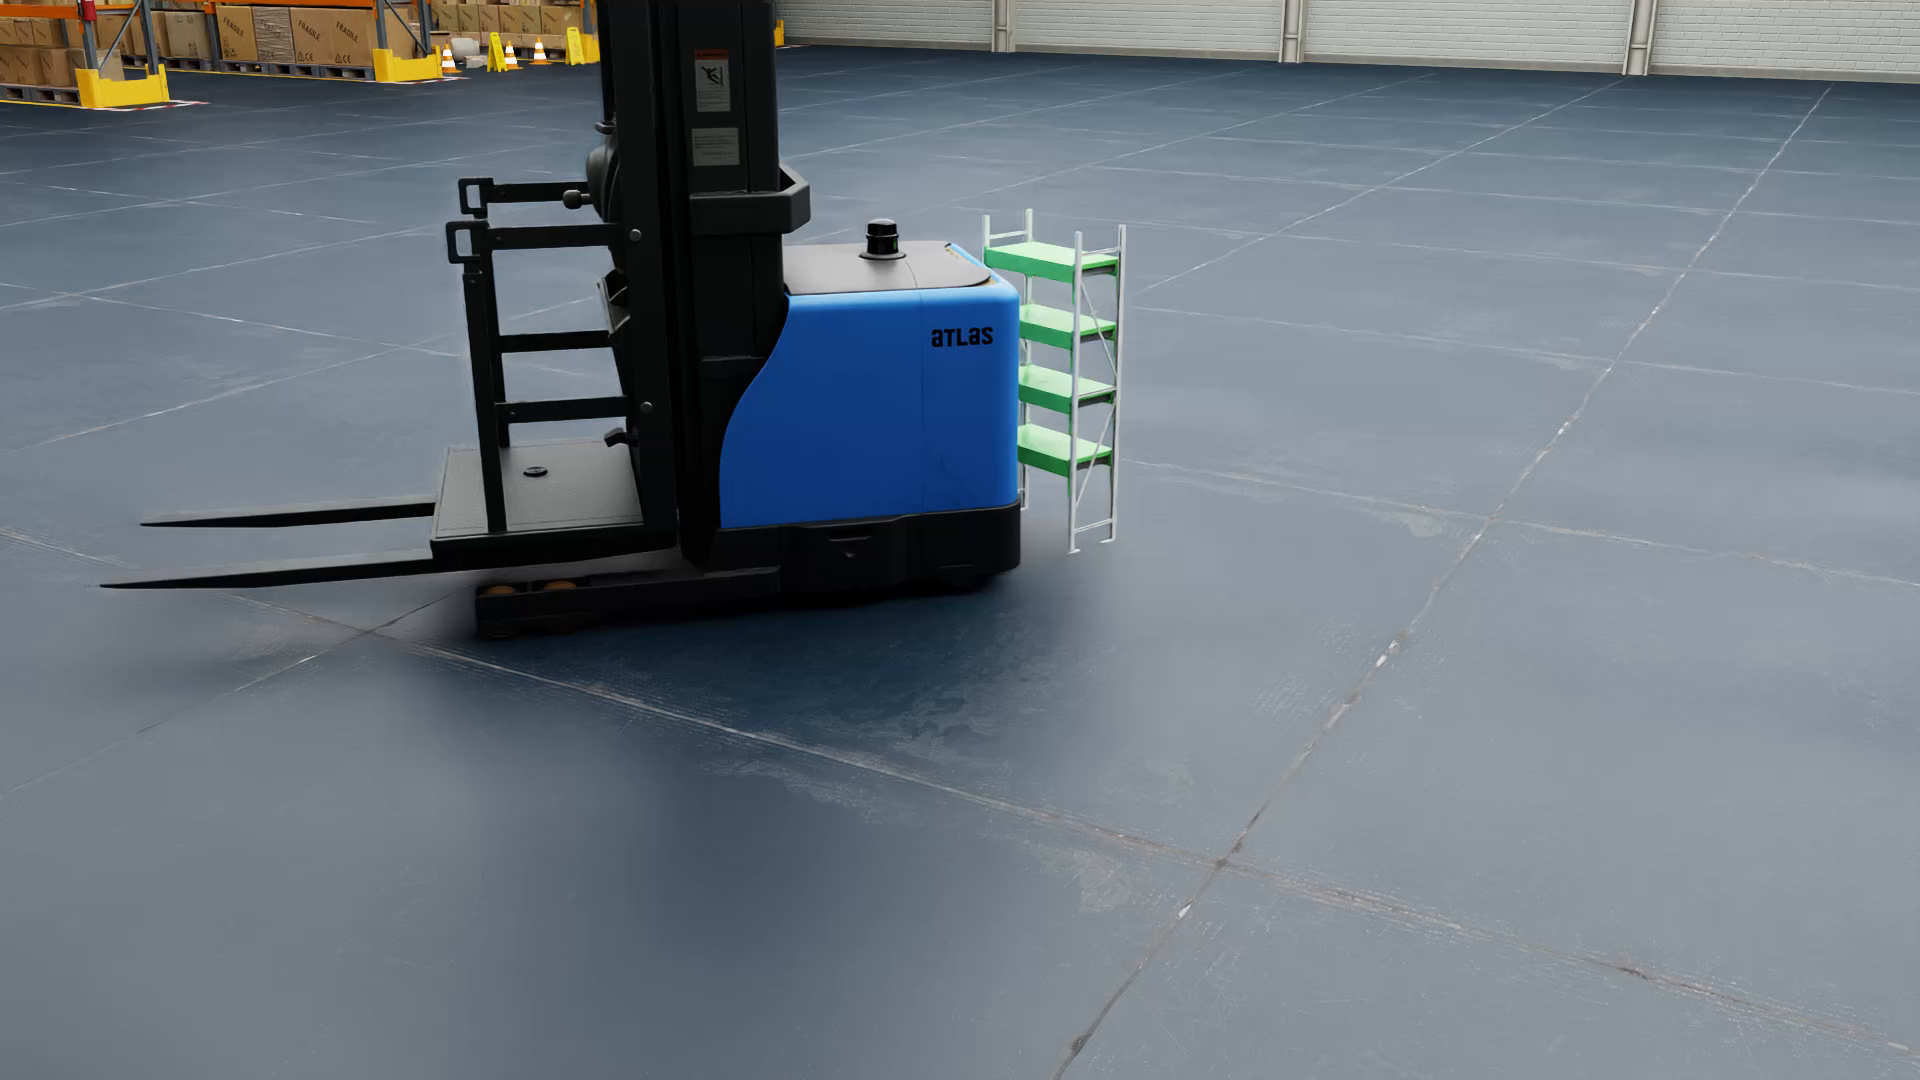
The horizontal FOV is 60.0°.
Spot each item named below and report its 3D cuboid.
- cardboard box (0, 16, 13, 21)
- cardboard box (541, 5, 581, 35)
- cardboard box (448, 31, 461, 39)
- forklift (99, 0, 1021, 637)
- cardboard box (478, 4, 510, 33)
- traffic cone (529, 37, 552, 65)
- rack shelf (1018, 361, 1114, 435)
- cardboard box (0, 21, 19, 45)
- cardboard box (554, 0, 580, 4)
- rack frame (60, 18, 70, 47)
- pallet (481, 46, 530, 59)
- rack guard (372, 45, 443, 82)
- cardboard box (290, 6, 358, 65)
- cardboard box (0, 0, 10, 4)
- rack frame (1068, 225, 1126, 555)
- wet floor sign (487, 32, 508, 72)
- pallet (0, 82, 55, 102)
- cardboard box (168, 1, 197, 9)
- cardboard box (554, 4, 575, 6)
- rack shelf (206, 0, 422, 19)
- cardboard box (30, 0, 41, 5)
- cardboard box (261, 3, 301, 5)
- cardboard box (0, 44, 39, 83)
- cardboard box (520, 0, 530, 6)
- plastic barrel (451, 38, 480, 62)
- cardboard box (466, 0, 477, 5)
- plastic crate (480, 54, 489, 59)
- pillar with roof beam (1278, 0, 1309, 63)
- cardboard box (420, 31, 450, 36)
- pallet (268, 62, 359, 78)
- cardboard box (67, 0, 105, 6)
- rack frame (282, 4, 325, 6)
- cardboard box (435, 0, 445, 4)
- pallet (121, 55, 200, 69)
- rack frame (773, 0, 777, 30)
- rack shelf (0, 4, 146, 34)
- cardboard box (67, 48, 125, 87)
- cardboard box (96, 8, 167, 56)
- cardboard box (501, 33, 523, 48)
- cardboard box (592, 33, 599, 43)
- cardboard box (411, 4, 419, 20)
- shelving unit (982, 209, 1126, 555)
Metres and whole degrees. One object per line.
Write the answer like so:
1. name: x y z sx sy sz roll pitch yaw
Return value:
1. cardboard box: -17.525 -9.787 30.898 0.500 0.250 0.500 11 23 29
2. cardboard box: -7.435 -9.680 30.968 0.500 0.500 0.500 11 23 28
3. cardboard box: -9.717 -9.758 32.284 0.500 0.250 0.500 10 22 25
4. forklift: -1.359 -1.256 5.528 3.031 2.935 1.130 -5 20 -13
5. cardboard box: -8.792 -9.939 31.682 0.500 0.500 0.500 12 23 30
6. traffic cone: -7.613 -8.862 30.116 0.334 0.463 0.336 11 23 27
7. rack shelf: 0.339 -0.540 6.282 0.258 0.148 0.480 -16 26 -38
8. cardboard box: -17.541 -9.431 31.016 0.500 0.500 0.500 10 22 25
9. cardboard box: -8.818 -11.806 37.380 0.625 0.625 0.875 11 22 27
10. rack frame: -15.918 -10.207 30.104 0.127 3.000 1.000 11 23 27
11. pallet: -8.428 -9.417 32.018 1.213 0.211 1.003 11 23 27
12. rack guard: -8.913 -7.697 26.852 0.348 0.500 1.175 11 23 27
13. cardboard box: -10.328 -8.314 27.386 0.875 0.875 0.875 10 22 26
14. cardboard box: -13.152 -7.503 23.018 0.250 0.149 0.380 11 23 27
15. rack frame: 0.498 -0.537 6.087 0.240 1.200 0.015 -16 26 -38
16. wet floor sign: -7.943 -8.354 28.450 0.232 0.644 0.267 7 21 18
17. pallet: -13.261 -6.467 23.884 1.213 0.211 1.003 11 23 27
18. cardboard box: -16.504 -11.482 36.119 0.875 0.875 0.875 12 23 29
19. cardboard box: -7.657 -9.930 31.658 0.500 0.500 0.500 10 22 25
20. rack shelf: -10.680 -8.871 27.476 4.000 0.370 1.077 11 23 27
21. cardboard box: -12.463 -7.399 22.731 0.250 0.149 0.380 11 23 27
22. cardboard box: -14.155 -11.035 34.889 0.875 0.875 0.875 11 22 27
23. cardboard box: -13.520 -6.853 23.908 0.500 0.500 0.500 9 22 23
24. cardboard box: -8.006 -10.069 31.089 0.250 0.149 0.380 11 23 28
25. plastic barrel: -9.150 -9.049 30.689 0.512 0.421 0.421 -7 21 -20
26. cardboard box: -9.188 -10.292 31.705 0.250 0.149 0.380 12 23 29
27. plastic crate: -9.130 -9.154 31.484 0.583 0.080 0.402 3 20 9
28. pillar with roof beam: 4.018 -11.772 25.622 0.400 9.000 9.100 11 23 27
29. cardboard box: -9.829 -9.275 31.197 0.500 0.500 0.500 -7 21 -20
30. pallet: -10.731 -7.878 27.775 1.213 0.211 1.003 11 23 27
31. cardboard box: -11.791 -7.284 22.416 0.250 0.149 0.380 11 23 27
32. rack frame: -13.592 -11.697 34.213 0.127 3.000 1.000 11 23 27
33. cardboard box: -11.983 -12.546 38.651 0.250 0.149 0.380 10 22 25
34. pallet: -14.206 -8.539 29.596 1.213 0.211 1.003 11 23 27
35. rack frame: -4.191 -11.845 34.621 0.127 3.000 1.000 11 23 27
36. rack shelf: -13.187 -7.411 23.452 4.000 0.370 1.077 11 23 27
37. cardboard box: -11.978 -6.548 23.067 0.500 0.500 0.500 16 25 37
38. cardboard box: -14.666 -9.074 29.665 0.750 0.750 1.050 11 23 28
39. cardboard box: -8.353 -9.500 31.572 0.500 0.250 0.500 10 22 25
40. cardboard box: -7.178 -9.488 31.539 0.500 0.250 0.500 11 22 27
41. cardboard box: -12.539 -12.377 39.136 0.500 0.500 0.500 12 23 30
42. shelving unit: 0.339 -0.600 6.260 0.258 1.200 0.503 -16 26 -38
